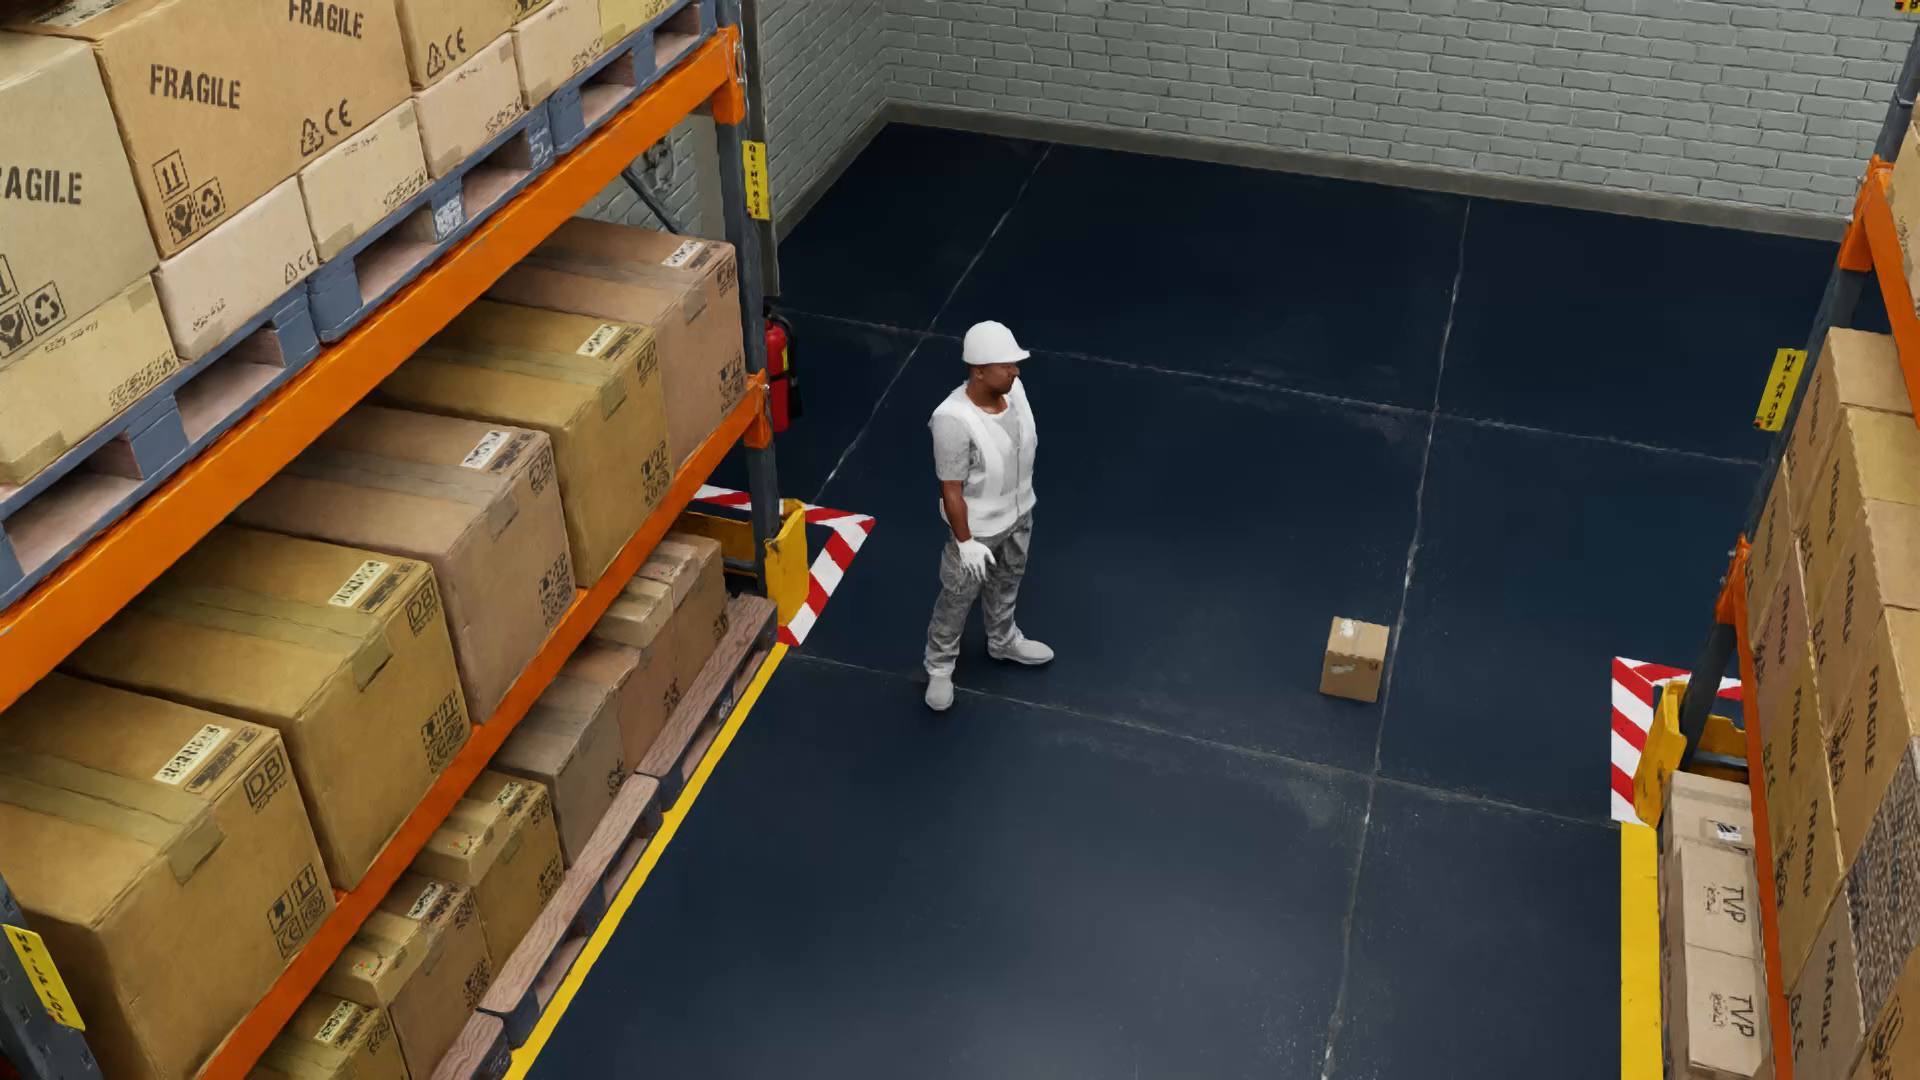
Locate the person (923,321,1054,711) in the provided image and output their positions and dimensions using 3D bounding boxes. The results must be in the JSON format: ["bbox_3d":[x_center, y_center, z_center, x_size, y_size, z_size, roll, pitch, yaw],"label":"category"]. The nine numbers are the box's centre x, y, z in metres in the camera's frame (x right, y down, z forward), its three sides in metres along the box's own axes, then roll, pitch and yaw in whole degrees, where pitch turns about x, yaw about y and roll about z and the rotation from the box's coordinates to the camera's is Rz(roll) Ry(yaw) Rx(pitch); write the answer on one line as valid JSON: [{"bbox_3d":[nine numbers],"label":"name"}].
[{"bbox_3d":[0.107,-0.108,6.987,0.414,1.790,0.691,26,44,30],"label":"person"}]
